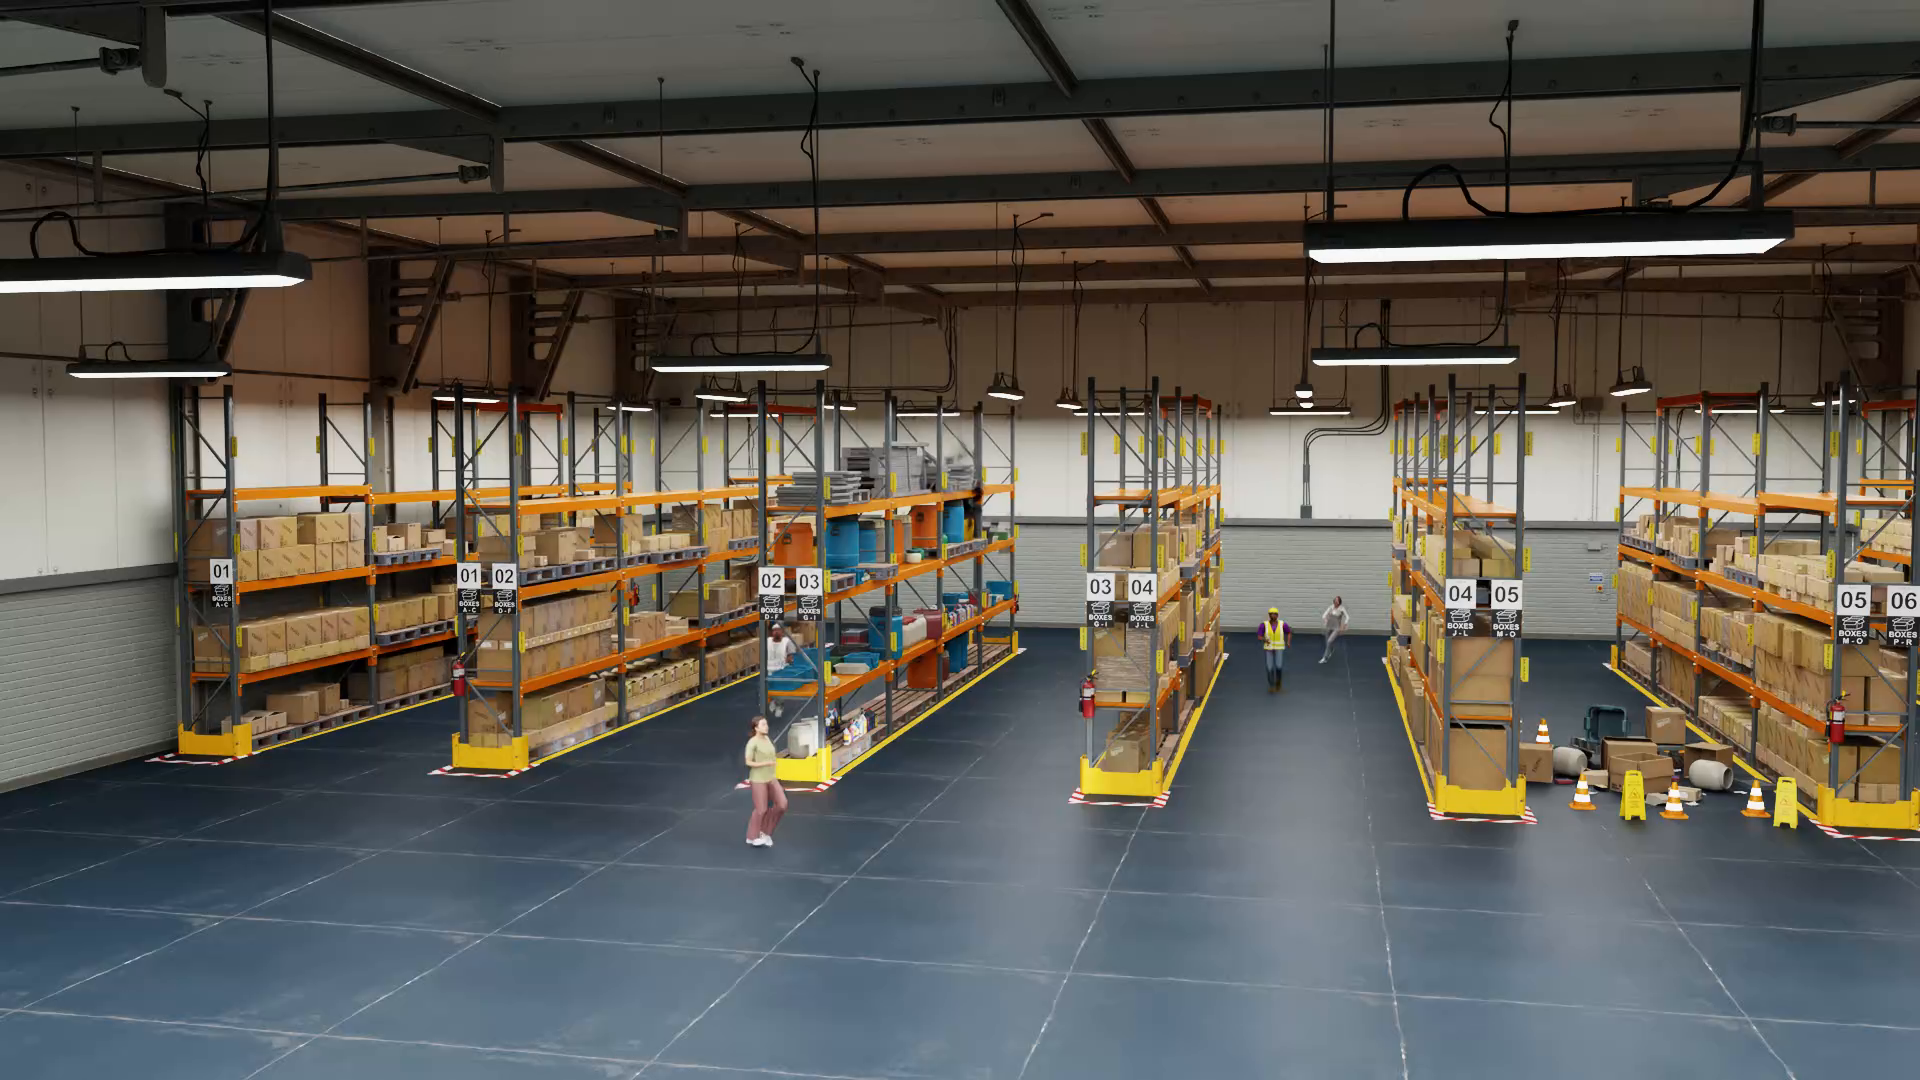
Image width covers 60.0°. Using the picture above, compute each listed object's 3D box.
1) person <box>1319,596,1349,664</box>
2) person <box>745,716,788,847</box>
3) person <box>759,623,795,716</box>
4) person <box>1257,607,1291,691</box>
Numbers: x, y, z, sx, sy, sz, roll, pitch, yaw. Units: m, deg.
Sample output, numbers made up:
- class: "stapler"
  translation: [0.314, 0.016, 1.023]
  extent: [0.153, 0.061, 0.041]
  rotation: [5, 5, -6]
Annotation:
- class: "person"
  translation: [8.676, 2.070, 38.504]
  extent: [0.600, 1.548, 0.790]
  rotation: [2, 4, 32]
- class: "person"
  translation: [-2.427, 3.016, 20.712]
  extent: [0.595, 1.649, 0.562]
  rotation: [2, 4, 36]
- class: "person"
  translation: [-3.396, 2.407, 30.727]
  extent: [0.675, 1.739, 0.597]
  rotation: [0, 3, 1]
- class: "person"
  translation: [6.384, 2.233, 33.790]
  extent: [0.684, 1.725, 0.627]
  rotation: [1, 3, 11]
